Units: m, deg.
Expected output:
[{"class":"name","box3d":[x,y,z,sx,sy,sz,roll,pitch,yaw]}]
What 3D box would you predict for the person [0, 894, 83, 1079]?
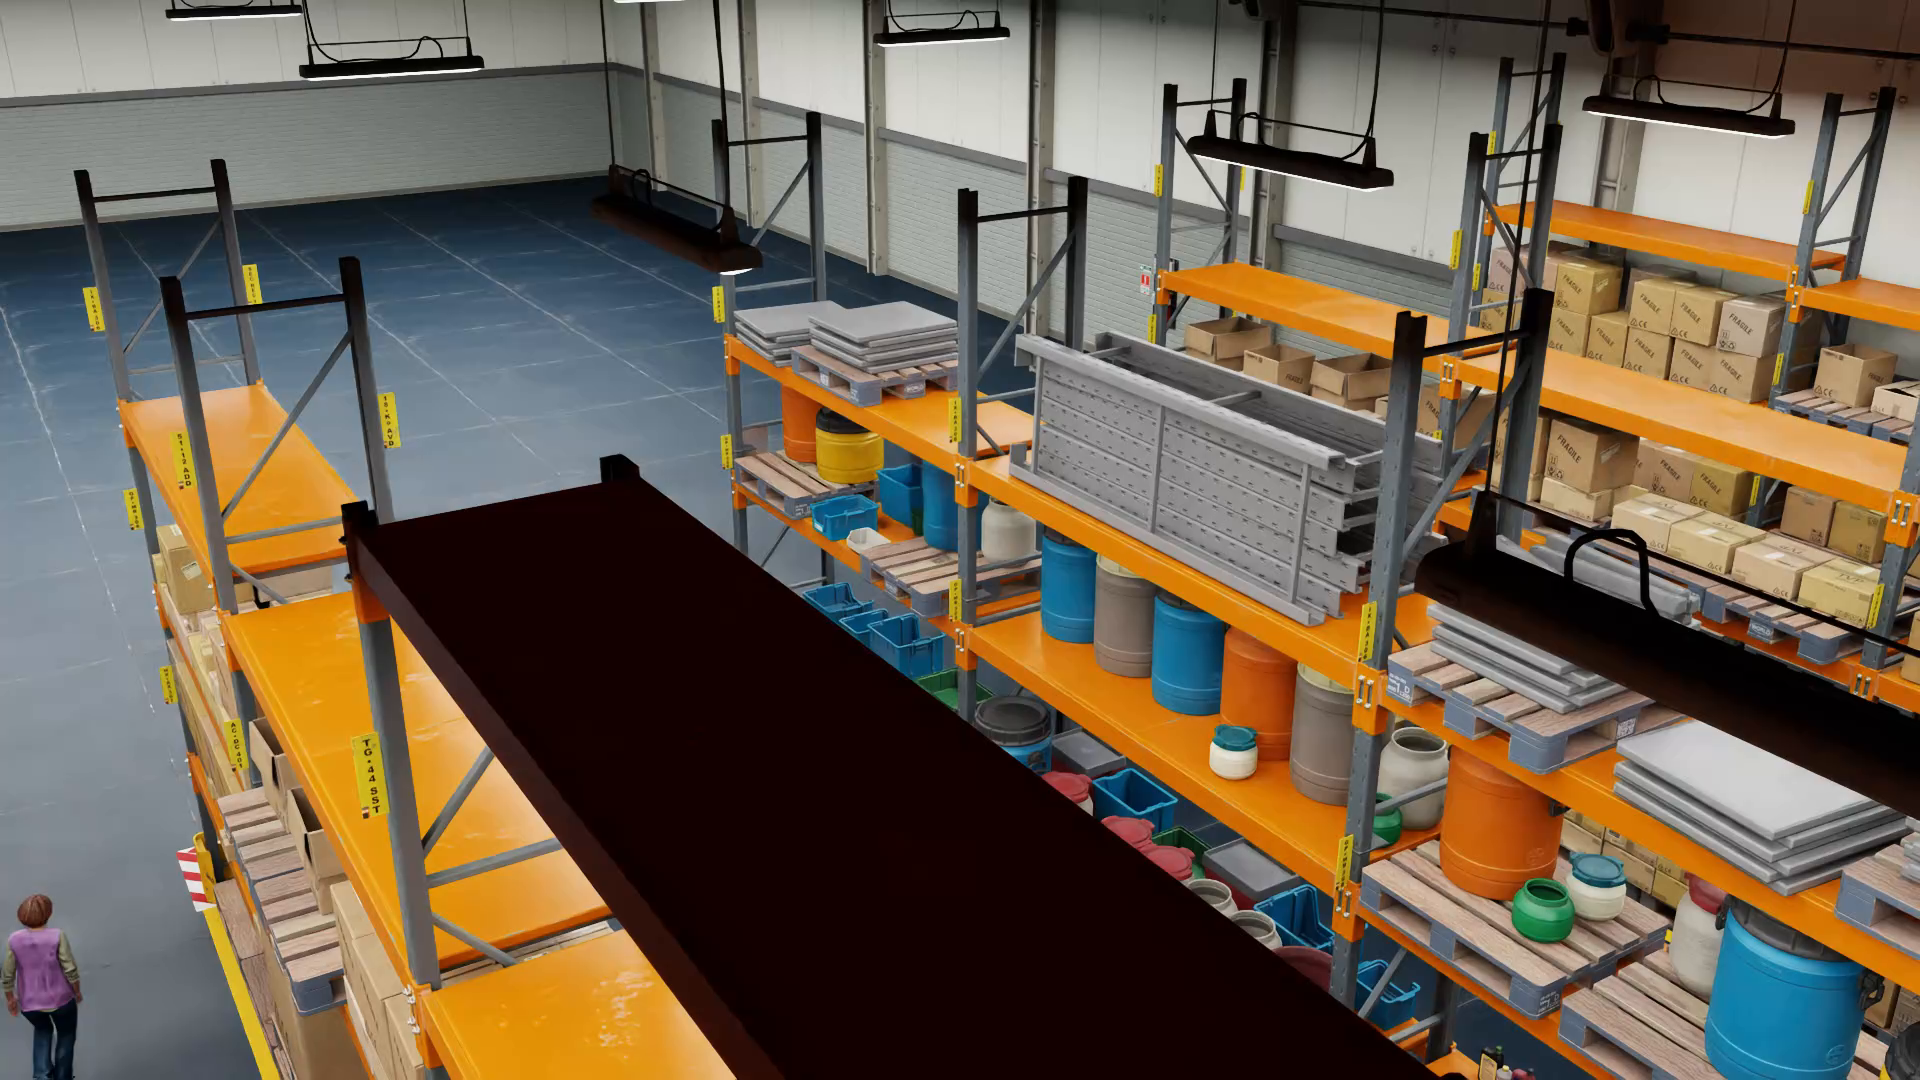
[{"class":"person","box3d":[-6.269,3.178,11.393,0.486,1.566,0.455,-4,22,-11]}]
